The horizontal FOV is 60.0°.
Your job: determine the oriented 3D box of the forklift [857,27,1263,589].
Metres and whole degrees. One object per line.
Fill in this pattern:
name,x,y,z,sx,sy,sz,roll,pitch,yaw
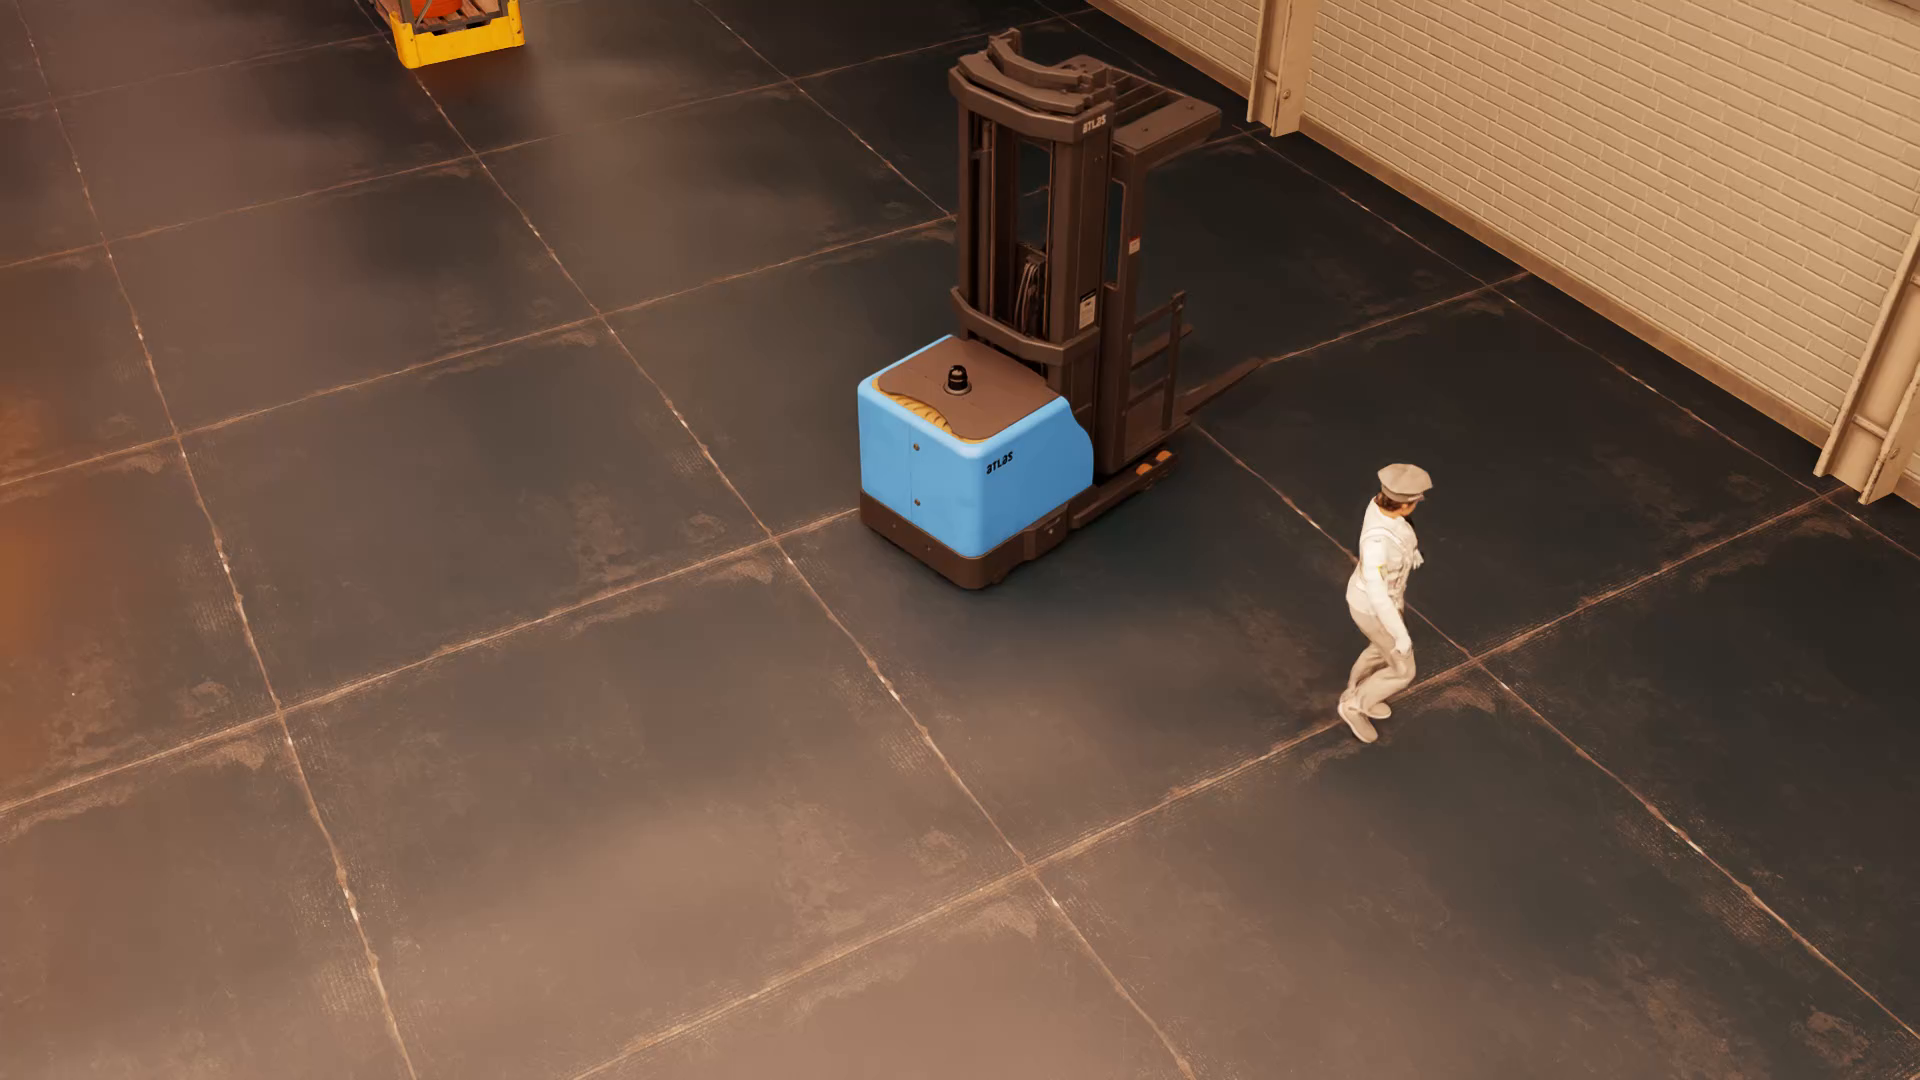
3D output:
forklift,0.780,-1.667,10.047,3.031,2.935,1.130,-32,49,-33

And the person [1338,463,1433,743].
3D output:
person,2.240,0.317,8.684,0.440,1.660,0.752,14,42,16
